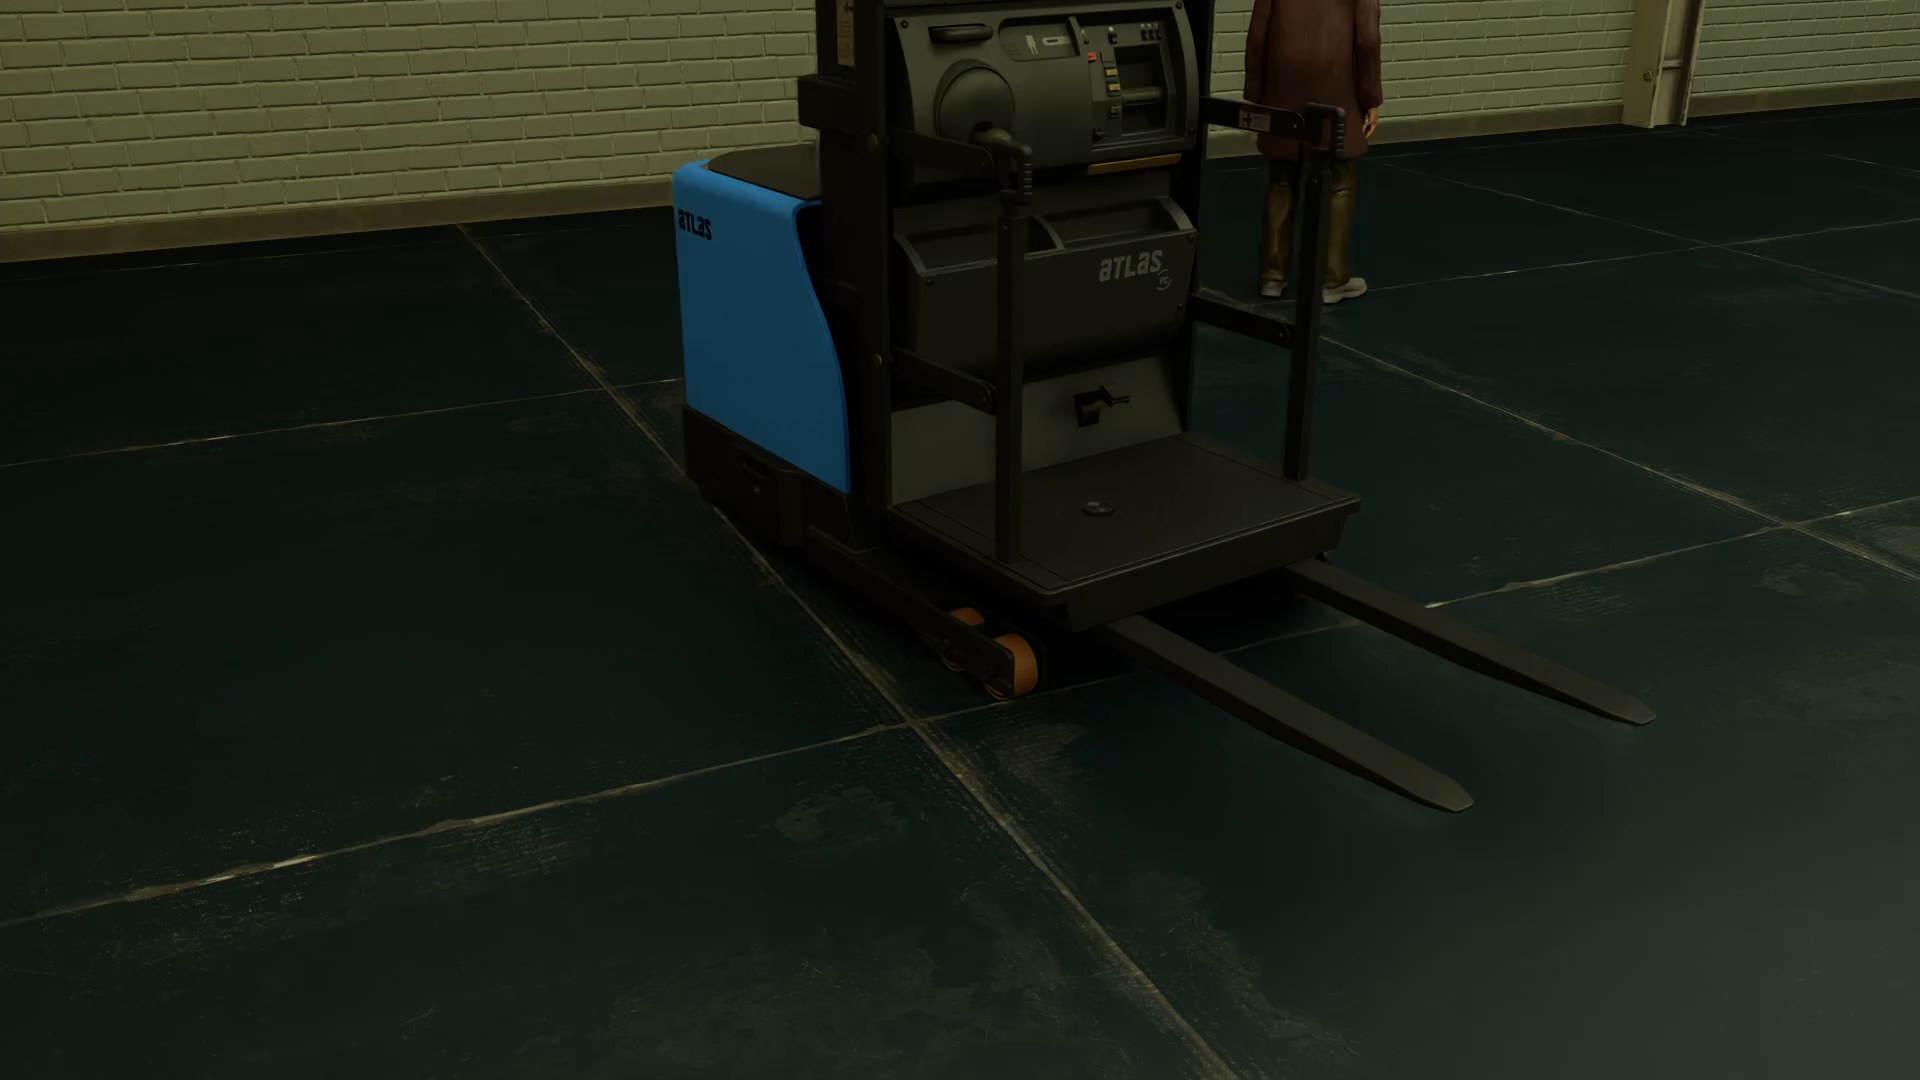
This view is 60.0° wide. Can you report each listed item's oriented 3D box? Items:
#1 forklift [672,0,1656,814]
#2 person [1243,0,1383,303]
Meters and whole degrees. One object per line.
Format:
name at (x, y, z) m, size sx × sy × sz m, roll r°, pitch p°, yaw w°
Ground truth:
forklift at (0.364, -1.164, 4.088) m, size 1.130 × 2.935 × 3.031 m, roll -15°, pitch 27°, yaw -32°
person at (1.607, -1.991, 7.589) m, size 0.643 × 1.772 × 0.435 m, roll 11°, pitch 25°, yaw 25°
